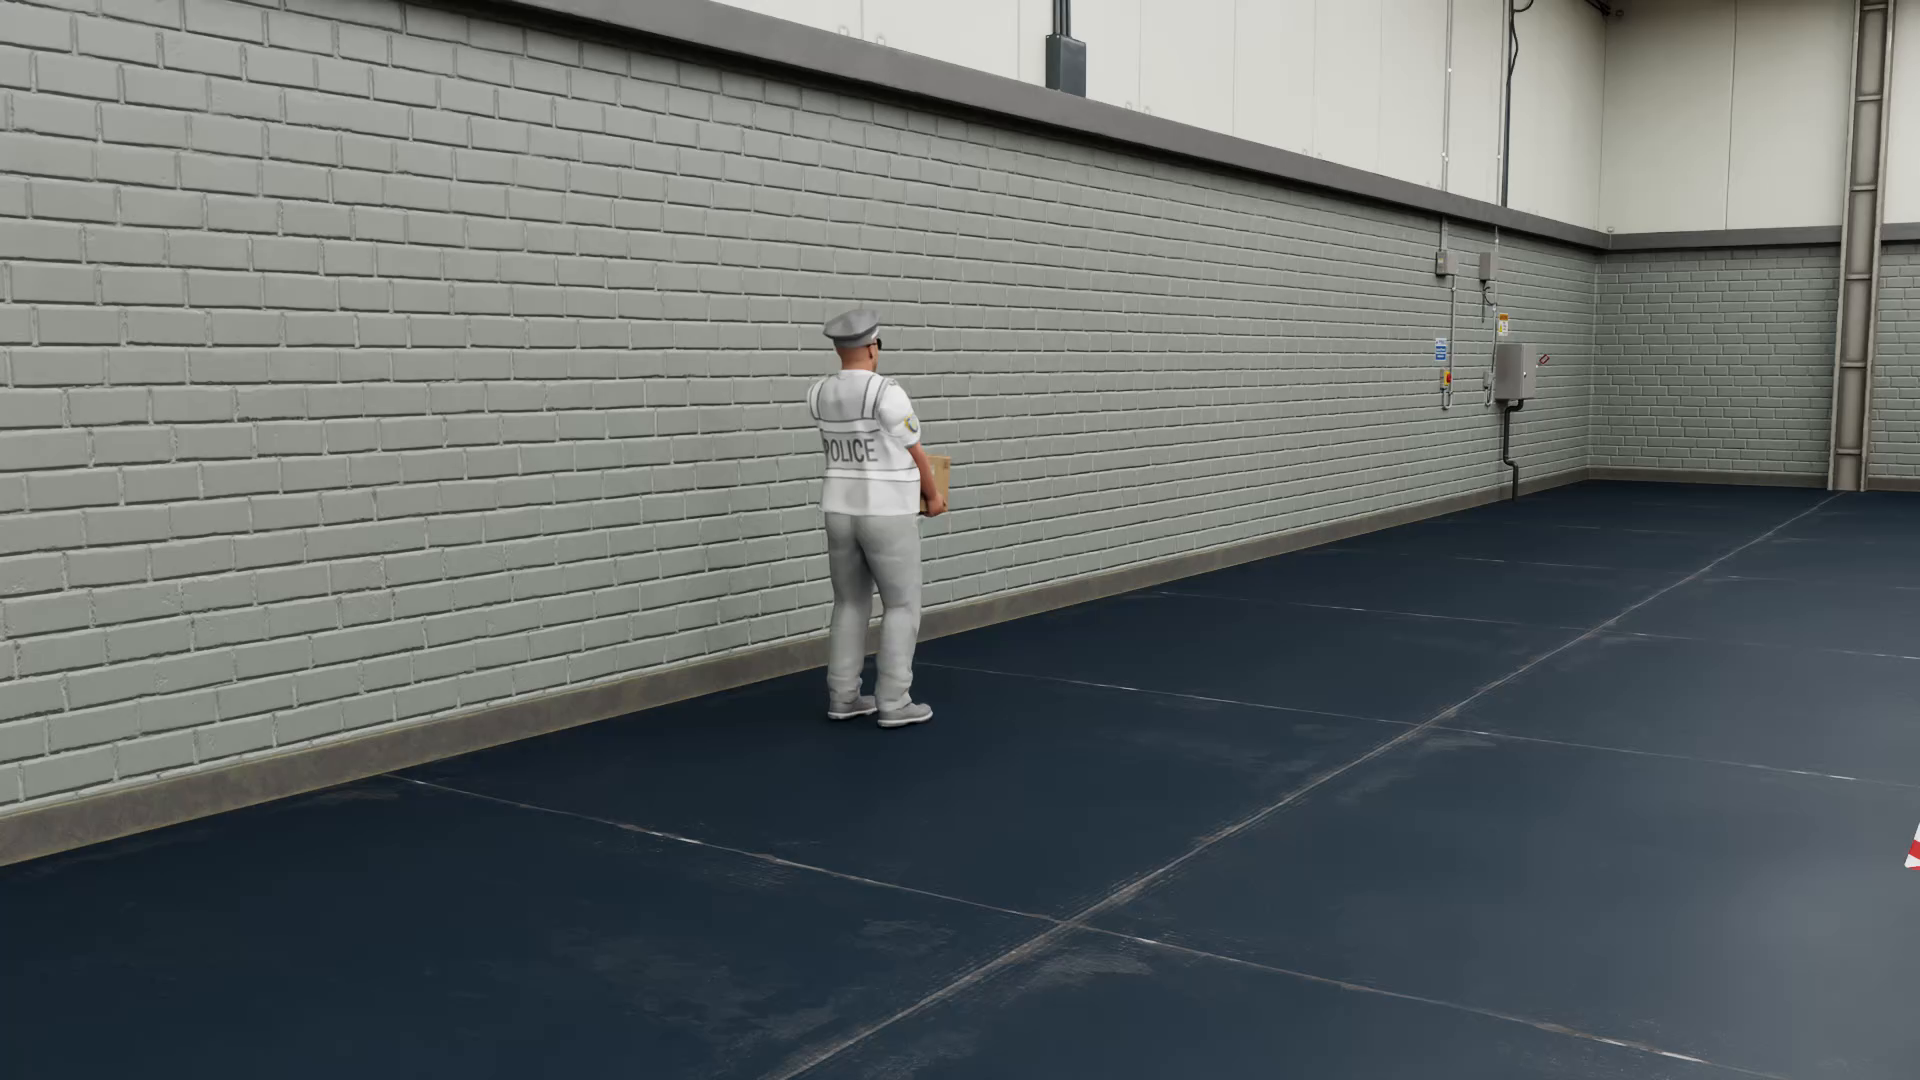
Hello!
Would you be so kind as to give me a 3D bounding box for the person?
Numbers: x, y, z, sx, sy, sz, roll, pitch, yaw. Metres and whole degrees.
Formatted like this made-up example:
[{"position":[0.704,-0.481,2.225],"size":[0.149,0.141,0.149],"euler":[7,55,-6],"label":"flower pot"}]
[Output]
[{"position":[-0.345,-0.105,7.144],"size":[0.494,1.761,0.565],"euler":[4,8,34],"label":"person"}]
